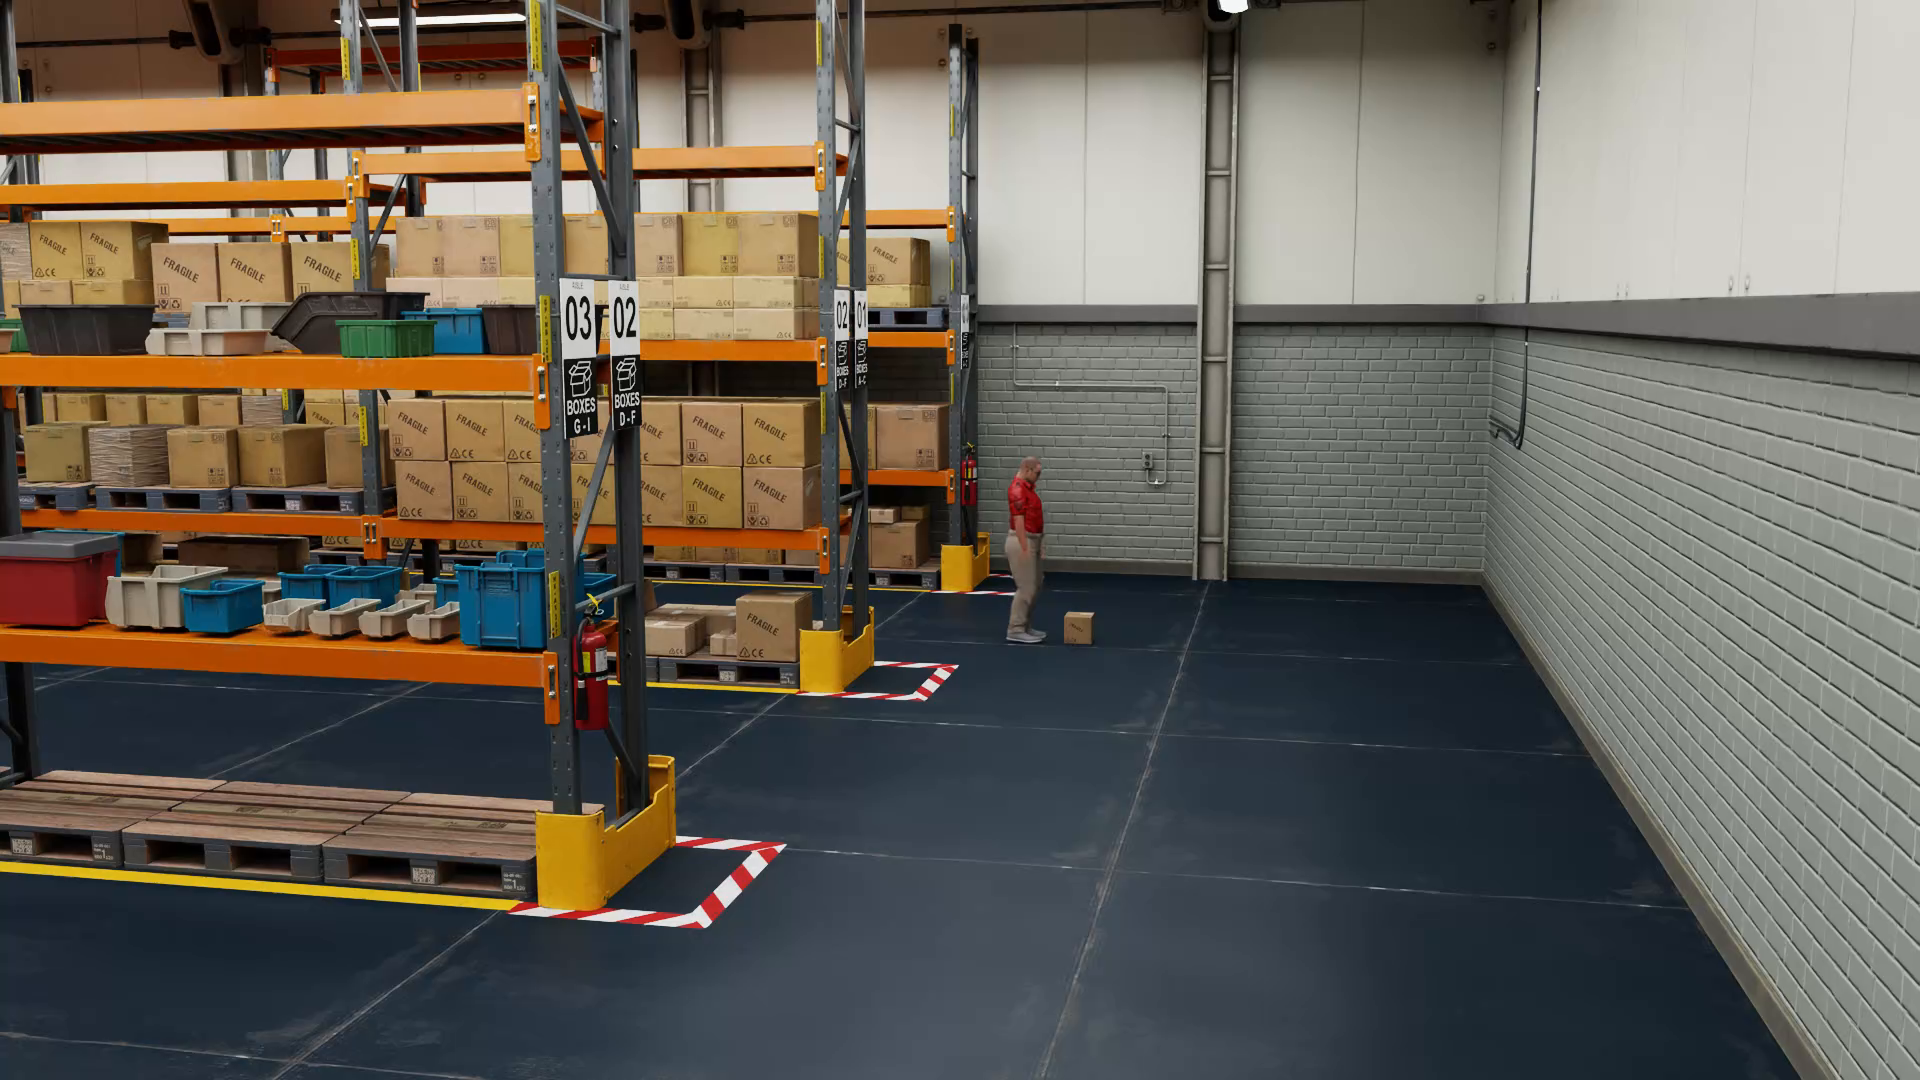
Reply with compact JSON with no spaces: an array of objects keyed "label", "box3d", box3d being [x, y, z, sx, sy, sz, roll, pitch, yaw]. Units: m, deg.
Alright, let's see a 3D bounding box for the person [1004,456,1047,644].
[{"label":"person","box3d":[0.612,0.080,15.400,0.364,1.715,0.538,2,8,12]}]
